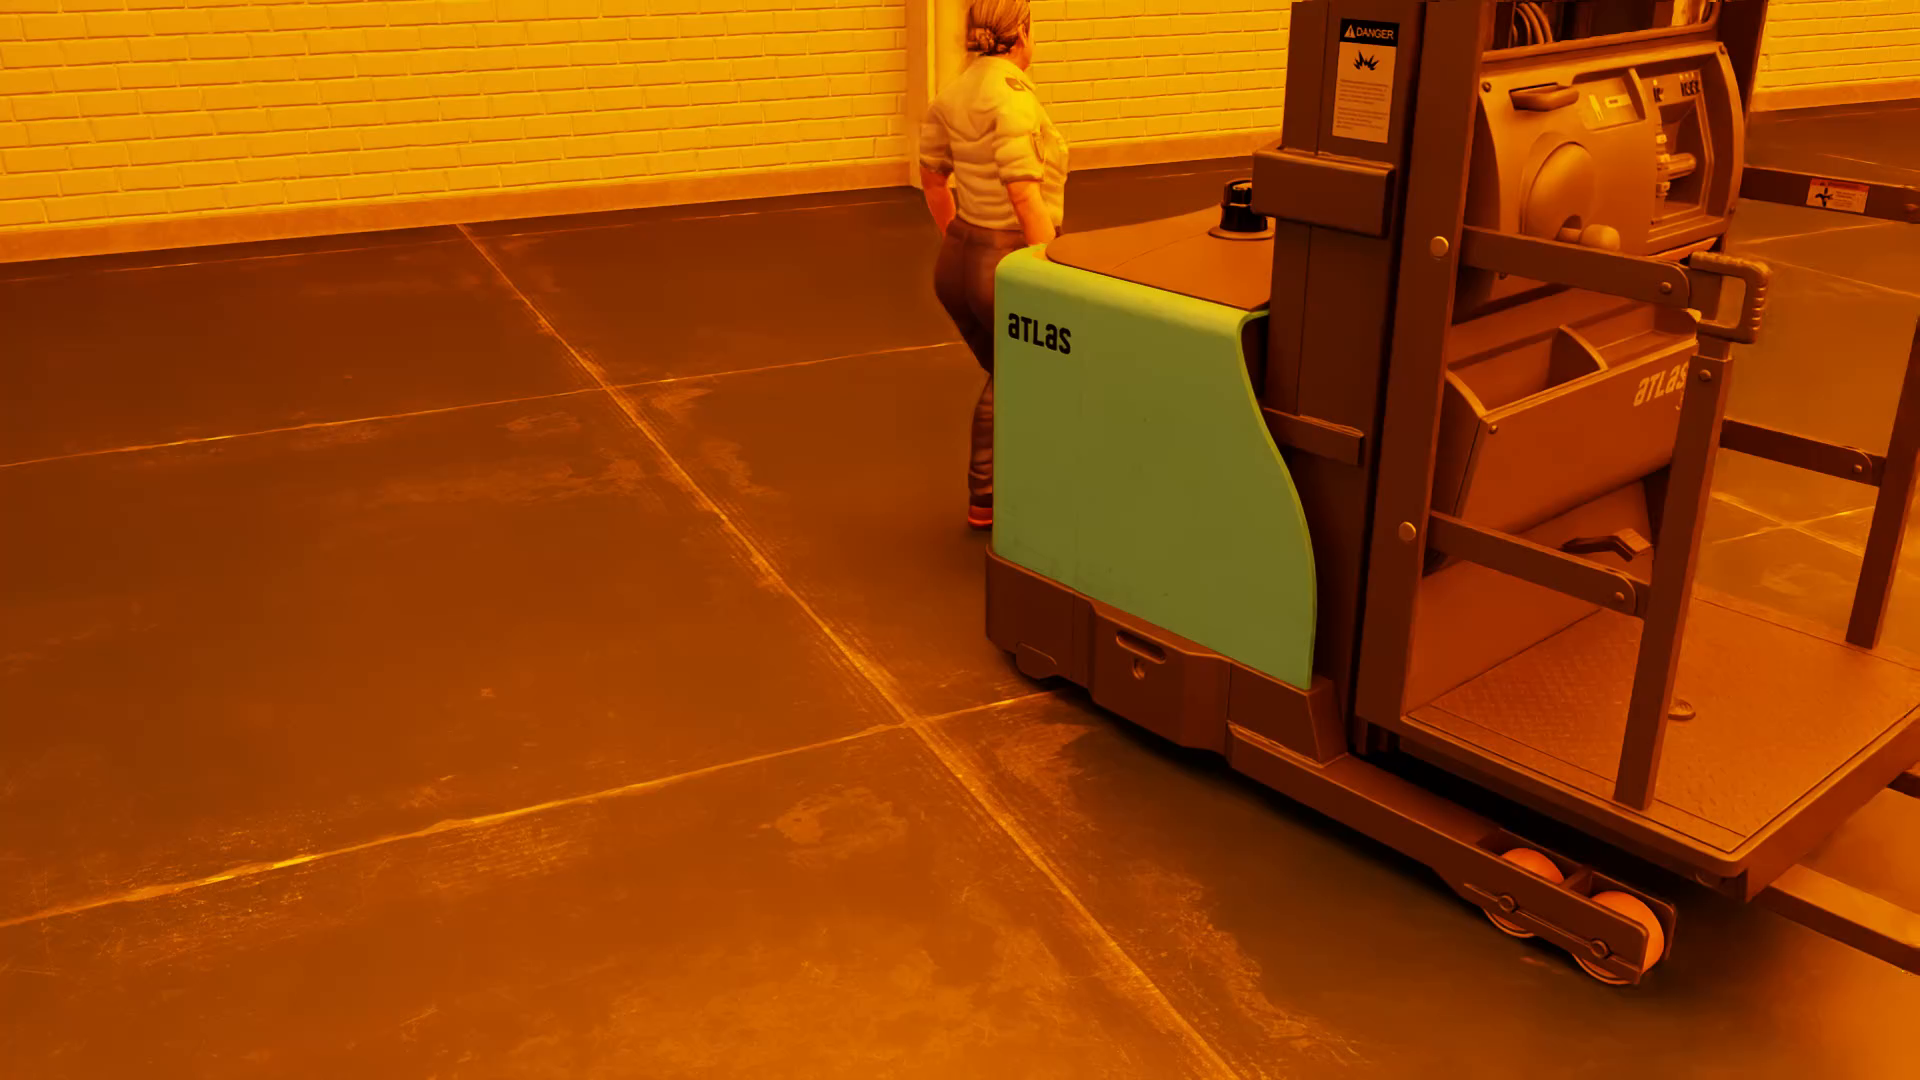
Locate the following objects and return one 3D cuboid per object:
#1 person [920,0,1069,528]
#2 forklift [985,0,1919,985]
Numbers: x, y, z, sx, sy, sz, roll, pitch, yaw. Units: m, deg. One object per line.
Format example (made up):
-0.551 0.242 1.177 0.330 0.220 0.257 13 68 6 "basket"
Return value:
0.176 -0.777 4.890 0.470 1.621 0.680 -14 26 -29 "person"
1.416 -0.745 3.079 1.130 2.935 3.031 -19 29 -38 "forklift"
